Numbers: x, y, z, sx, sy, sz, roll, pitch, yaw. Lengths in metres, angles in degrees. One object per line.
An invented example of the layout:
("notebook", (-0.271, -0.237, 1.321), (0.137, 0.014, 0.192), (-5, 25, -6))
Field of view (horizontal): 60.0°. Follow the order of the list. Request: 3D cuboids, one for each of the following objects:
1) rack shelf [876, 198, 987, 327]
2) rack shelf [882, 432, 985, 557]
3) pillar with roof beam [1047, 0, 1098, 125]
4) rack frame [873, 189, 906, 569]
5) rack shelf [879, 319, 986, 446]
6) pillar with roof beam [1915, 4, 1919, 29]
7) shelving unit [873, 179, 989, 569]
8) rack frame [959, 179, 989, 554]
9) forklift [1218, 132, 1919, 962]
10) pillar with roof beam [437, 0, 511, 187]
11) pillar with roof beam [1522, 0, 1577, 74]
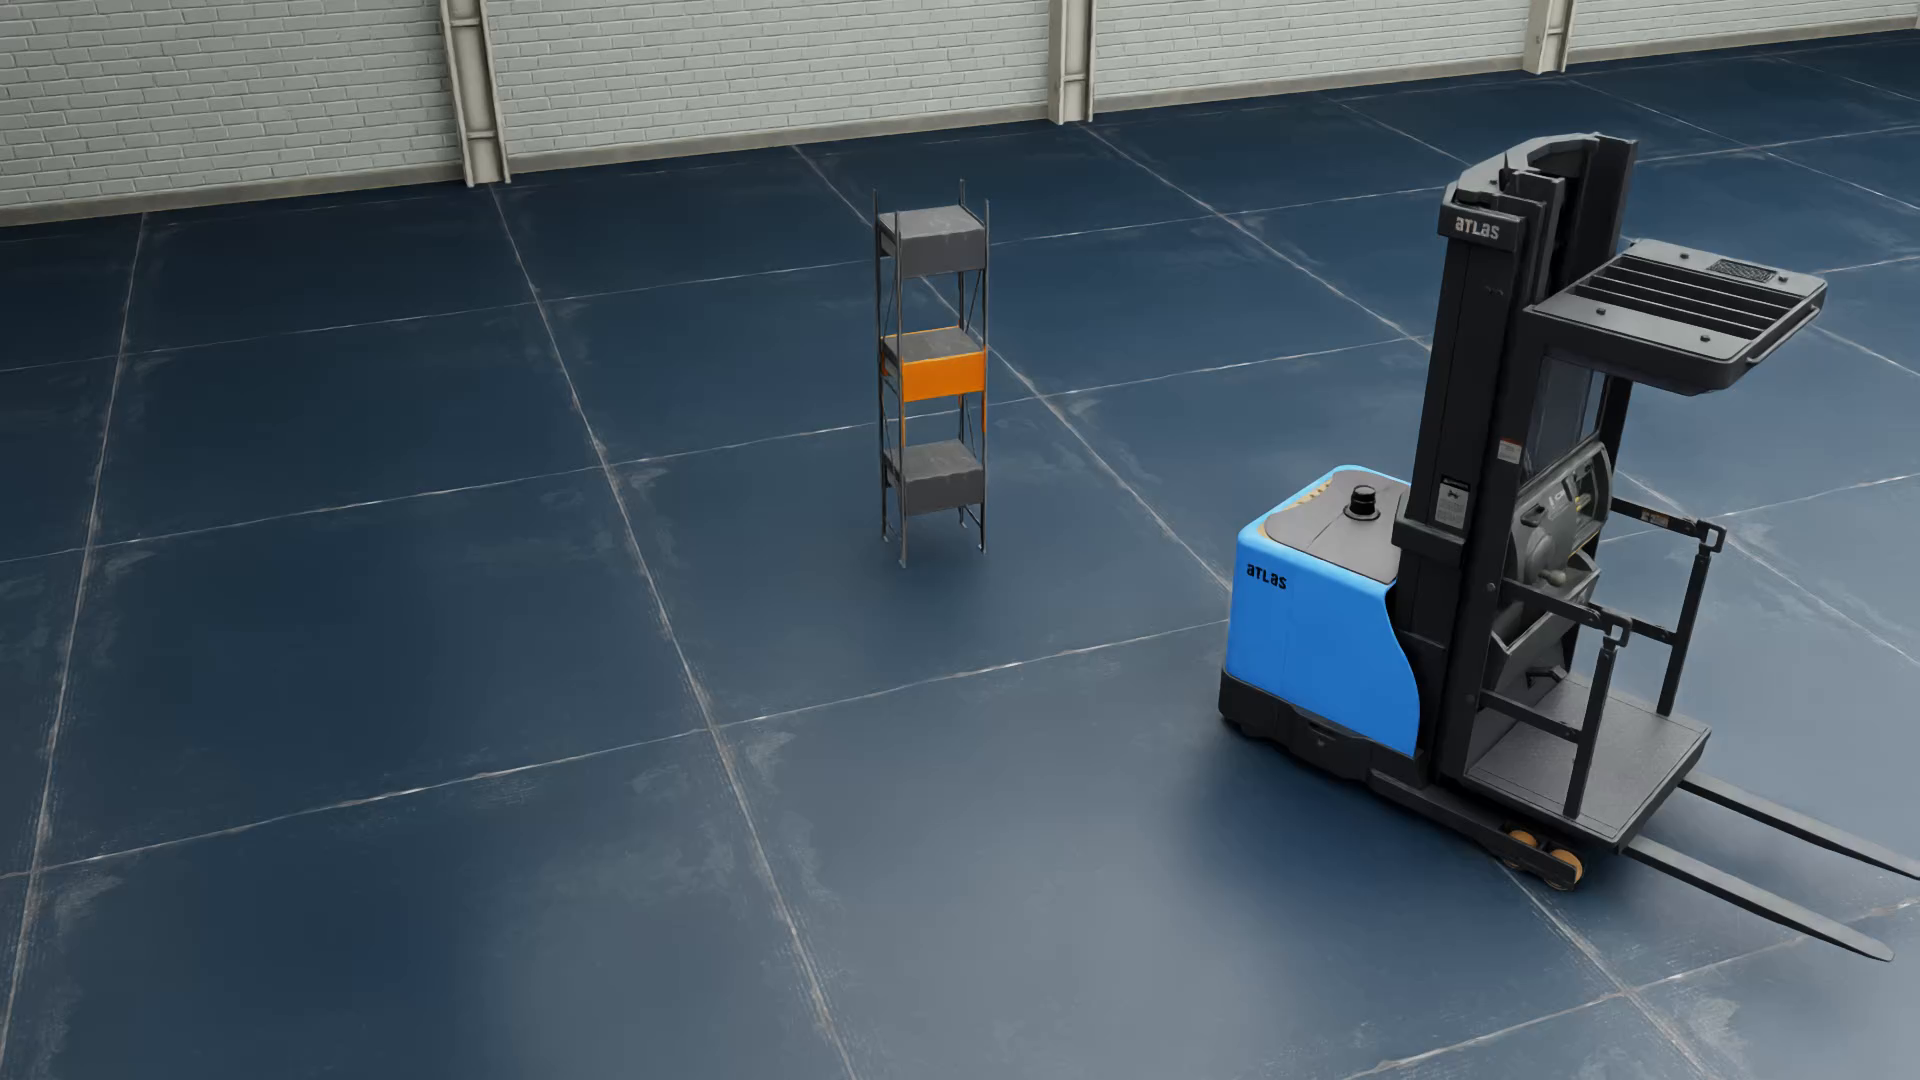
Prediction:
("rack shelf", (-0.155, -1.480, 8.840), (0.480, 0.518, 0.431), (-10, 31, -18))
("rack shelf", (-0.155, -0.264, 9.533), (0.480, 0.518, 0.431), (-10, 31, -18))
("pillar with roof beam", (2.659, -6.348, 11.802), (0.400, 9.000, 9.100), (-10, 31, -18))
("rack frame", (-0.384, -0.842, 9.106), (0.015, 2.100, 0.400), (-10, 31, -18))
("rack shelf", (-0.155, -0.872, 9.187), (0.480, 0.518, 0.431), (-10, 31, -18))
("pillar with roof beam", (13.906, -8.420, 15.438), (0.400, 9.000, 9.100), (-10, 31, -18))
("shelving unit", (-0.155, -0.884, 9.180), (0.503, 2.100, 0.431), (-10, 31, -18))
("rack frame", (0.074, -0.926, 9.254), (0.015, 2.100, 0.400), (-10, 31, -18))
("forklift", (2.699, -0.072, 6.915), (3.031, 2.935, 1.130), (24, 37, 36))
("pillar with roof beam", (-2.965, -5.313, 9.985), (0.400, 9.000, 9.100), (-10, 31, -18))
("pillar with roof beam", (8.282, -7.384, 13.620), (0.400, 9.000, 9.100), (-10, 31, -18))
